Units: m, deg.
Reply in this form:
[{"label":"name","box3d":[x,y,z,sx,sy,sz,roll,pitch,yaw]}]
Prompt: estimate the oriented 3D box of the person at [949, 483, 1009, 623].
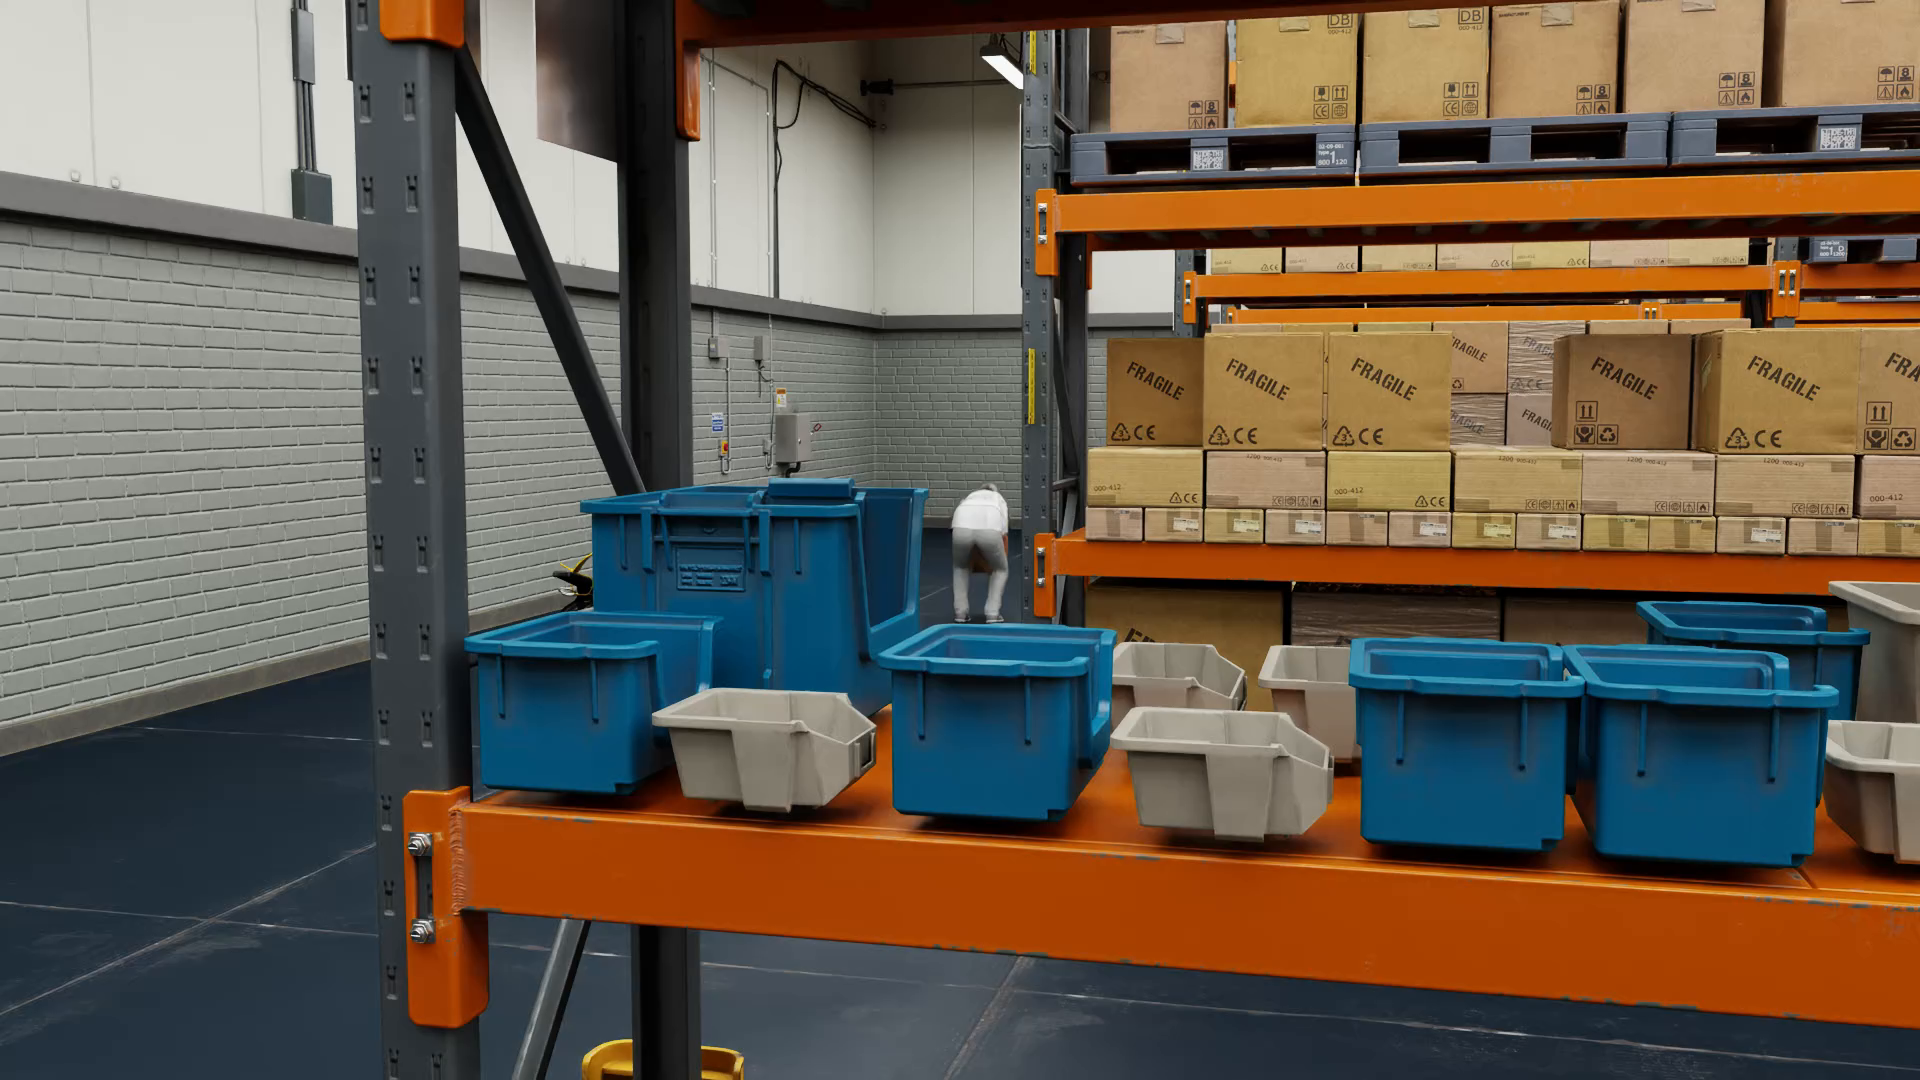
[{"label":"person","box3d":[0.192,0.111,14.355,0.488,1.176,0.916,1,5,11]}]
